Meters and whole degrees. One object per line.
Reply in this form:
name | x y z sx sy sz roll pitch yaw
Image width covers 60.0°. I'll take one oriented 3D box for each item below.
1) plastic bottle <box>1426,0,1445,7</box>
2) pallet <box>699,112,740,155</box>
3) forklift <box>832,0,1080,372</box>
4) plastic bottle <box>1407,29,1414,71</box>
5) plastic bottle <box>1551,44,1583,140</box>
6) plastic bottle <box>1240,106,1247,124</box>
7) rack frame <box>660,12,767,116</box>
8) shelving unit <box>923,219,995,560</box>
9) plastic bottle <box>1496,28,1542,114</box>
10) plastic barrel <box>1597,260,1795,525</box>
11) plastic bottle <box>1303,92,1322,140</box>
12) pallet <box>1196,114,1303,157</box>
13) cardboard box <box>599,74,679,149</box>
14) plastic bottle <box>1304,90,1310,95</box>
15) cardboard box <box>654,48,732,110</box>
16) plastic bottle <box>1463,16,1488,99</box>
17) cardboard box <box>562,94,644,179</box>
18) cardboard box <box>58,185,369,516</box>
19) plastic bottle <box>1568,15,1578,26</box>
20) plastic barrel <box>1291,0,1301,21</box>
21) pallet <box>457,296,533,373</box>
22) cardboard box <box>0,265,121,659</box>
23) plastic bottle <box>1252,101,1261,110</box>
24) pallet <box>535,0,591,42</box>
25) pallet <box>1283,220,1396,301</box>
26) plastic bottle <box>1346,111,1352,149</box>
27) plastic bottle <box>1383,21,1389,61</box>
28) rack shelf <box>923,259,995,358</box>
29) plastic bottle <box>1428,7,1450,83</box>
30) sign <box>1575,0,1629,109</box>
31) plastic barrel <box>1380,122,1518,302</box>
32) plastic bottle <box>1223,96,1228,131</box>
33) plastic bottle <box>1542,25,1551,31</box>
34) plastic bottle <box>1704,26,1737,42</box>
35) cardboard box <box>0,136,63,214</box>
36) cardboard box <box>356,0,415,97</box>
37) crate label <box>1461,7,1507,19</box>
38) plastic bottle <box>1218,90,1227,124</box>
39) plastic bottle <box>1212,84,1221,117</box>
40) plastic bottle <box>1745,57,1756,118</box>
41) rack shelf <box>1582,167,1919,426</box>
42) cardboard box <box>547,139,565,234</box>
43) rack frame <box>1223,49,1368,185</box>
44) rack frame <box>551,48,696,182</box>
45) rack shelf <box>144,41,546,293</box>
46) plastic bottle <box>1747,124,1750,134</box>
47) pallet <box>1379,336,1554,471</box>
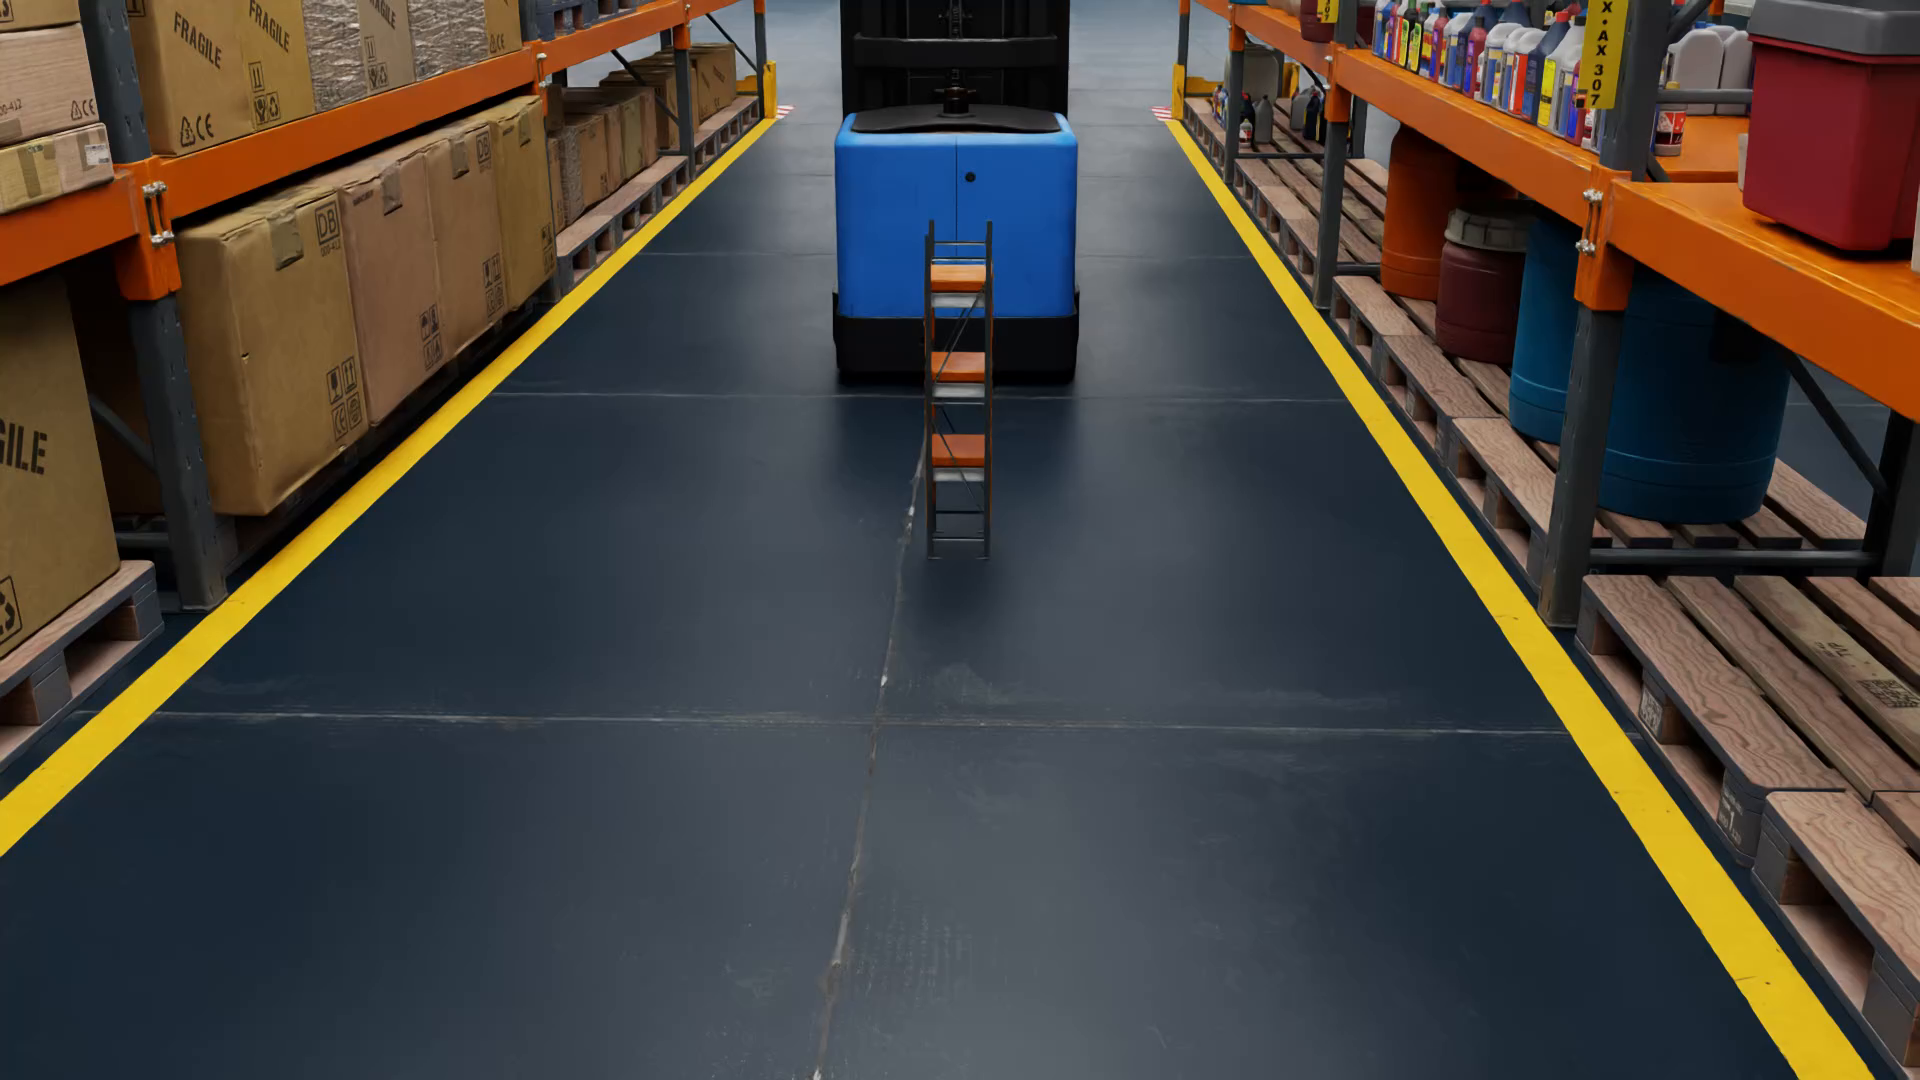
plastic bottle | 2.156 -2.385 7.700 0.152 0.276 0.135 1 21 2
pallet | -2.470 -3.483 14.215 1.003 0.211 1.213 1 21 2
forklift | -0.026 -2.577 8.118 1.130 2.935 3.031 0 21 0
plastic bottle | 1.955 -2.095 7.055 0.097 0.201 0.097 0 21 0
plastic bottle | 1.918 -1.371 5.088 0.152 0.276 0.135 1 21 2
plastic bottle | 2.146 -3.160 12.673 0.061 0.283 0.133 2 21 4
rack frame | -2.367 -5.544 15.671 1.000 3.000 0.127 1 21 2
shelving unit | -0.002 -0.470 5.289 0.215 1.050 0.252 1 21 2
plastic bottle | 1.938 -1.602 5.683 0.152 0.276 0.135 1 21 2
plastic barrel | 2.252 -0.565 5.159 0.600 0.901 0.708 1 21 2
plastic bottle | 2.757 -3.303 12.947 0.144 0.351 0.185 1 21 2
pallet | 2.558 -3.428 14.072 1.003 0.211 1.213 1 21 2
cardboard box | -2.437 -3.273 12.692 0.500 0.500 0.500 0 21 0
plastic bottle | 2.926 -3.615 13.857 0.152 0.276 0.135 0 21 0
cardboard box | -2.387 -4.133 14.908 0.500 0.500 0.500 6 22 16
plastic bottle | 1.906 -1.774 6.115 0.061 0.283 0.133 1 21 2
cardboard box | -2.563 -2.744 11.301 0.700 0.500 0.500 1 21 1
cardboard box | -2.733 -0.642 5.394 1.225 0.875 0.875 1 21 2
plastic bottle | 2.725 -2.229 7.401 0.097 0.201 0.097 0 21 0
plastic barrel | 2.178 -3.342 9.807 0.433 0.535 0.433 0 21 0
pallet | -2.710 -1.067 7.988 1.003 0.211 1.213 1 21 2
cardboard box | -2.832 -0.173 4.185 0.875 0.875 0.875 1 21 2
plastic bottle | 2.348 -3.292 13.023 0.152 0.276 0.135 1 21 2
pallet | -2.696 -2.821 8.918 1.213 0.211 1.003 1 21 2
pallet | 2.402 -1.577 9.301 1.003 0.211 1.213 1 21 2
plastic bottle | 2.909 -3.087 12.502 0.097 0.271 0.097 0 21 0
plastic bottle | 1.970 -2.275 7.520 0.097 0.201 0.097 0 21 0
rack shelf | -0.002 -0.725 5.190 0.215 0.259 0.240 1 21 2
plastic bottle | 1.923 -1.973 6.628 0.061 0.283 0.133 1 21 2
sign | 1.668 -1.287 4.316 0.100 0.325 0.005 1 21 2
plastic barrel | 2.342 -1.604 7.936 0.600 0.830 0.708 1 21 2
plastic bottle | 2.218 -3.460 13.456 0.152 0.276 0.135 1 21 3
plastic bottle | 2.070 -1.689 5.914 0.097 0.271 0.097 0 21 0
plastic bottle | 2.648 -1.675 5.870 0.152 0.276 0.135 1 21 2
cardboard box | -2.422 -0.881 4.001 0.380 0.149 0.250 1 21 3
cardboard box | -2.428 -1.965 6.309 0.500 0.500 0.500 1 21 3
crate label | 2.727 -2.667 8.488 0.303 0.233 0.416 1 21 2
plastic bottle | 2.203 -3.611 13.851 0.097 0.271 0.097 0 21 0
plastic bottle | 2.217 -3.771 14.264 0.097 0.271 0.097 0 21 0
plastic bottle | 2.683 -1.546 5.527 0.061 0.283 0.133 1 21 2
rack shelf | 2.157 -0.092 2.615 1.077 0.370 4.000 1 21 2
cardboard box | -2.610 -1.934 9.214 0.700 0.500 0.500 0 21 -1
rack frame | 2.462 -4.044 11.803 1.000 3.000 0.127 1 21 2
rack frame | -2.489 -4.098 11.944 1.000 3.000 0.127 1 21 2
rack shelf | -2.672 -1.593 6.483 1.077 0.370 4.000 1 21 2
plastic bottle | 2.499 -1.348 5.132 0.097 0.201 0.097 0 21 0
pallet | 2.318 -0.572 6.711 1.003 0.211 1.213 1 21 2
